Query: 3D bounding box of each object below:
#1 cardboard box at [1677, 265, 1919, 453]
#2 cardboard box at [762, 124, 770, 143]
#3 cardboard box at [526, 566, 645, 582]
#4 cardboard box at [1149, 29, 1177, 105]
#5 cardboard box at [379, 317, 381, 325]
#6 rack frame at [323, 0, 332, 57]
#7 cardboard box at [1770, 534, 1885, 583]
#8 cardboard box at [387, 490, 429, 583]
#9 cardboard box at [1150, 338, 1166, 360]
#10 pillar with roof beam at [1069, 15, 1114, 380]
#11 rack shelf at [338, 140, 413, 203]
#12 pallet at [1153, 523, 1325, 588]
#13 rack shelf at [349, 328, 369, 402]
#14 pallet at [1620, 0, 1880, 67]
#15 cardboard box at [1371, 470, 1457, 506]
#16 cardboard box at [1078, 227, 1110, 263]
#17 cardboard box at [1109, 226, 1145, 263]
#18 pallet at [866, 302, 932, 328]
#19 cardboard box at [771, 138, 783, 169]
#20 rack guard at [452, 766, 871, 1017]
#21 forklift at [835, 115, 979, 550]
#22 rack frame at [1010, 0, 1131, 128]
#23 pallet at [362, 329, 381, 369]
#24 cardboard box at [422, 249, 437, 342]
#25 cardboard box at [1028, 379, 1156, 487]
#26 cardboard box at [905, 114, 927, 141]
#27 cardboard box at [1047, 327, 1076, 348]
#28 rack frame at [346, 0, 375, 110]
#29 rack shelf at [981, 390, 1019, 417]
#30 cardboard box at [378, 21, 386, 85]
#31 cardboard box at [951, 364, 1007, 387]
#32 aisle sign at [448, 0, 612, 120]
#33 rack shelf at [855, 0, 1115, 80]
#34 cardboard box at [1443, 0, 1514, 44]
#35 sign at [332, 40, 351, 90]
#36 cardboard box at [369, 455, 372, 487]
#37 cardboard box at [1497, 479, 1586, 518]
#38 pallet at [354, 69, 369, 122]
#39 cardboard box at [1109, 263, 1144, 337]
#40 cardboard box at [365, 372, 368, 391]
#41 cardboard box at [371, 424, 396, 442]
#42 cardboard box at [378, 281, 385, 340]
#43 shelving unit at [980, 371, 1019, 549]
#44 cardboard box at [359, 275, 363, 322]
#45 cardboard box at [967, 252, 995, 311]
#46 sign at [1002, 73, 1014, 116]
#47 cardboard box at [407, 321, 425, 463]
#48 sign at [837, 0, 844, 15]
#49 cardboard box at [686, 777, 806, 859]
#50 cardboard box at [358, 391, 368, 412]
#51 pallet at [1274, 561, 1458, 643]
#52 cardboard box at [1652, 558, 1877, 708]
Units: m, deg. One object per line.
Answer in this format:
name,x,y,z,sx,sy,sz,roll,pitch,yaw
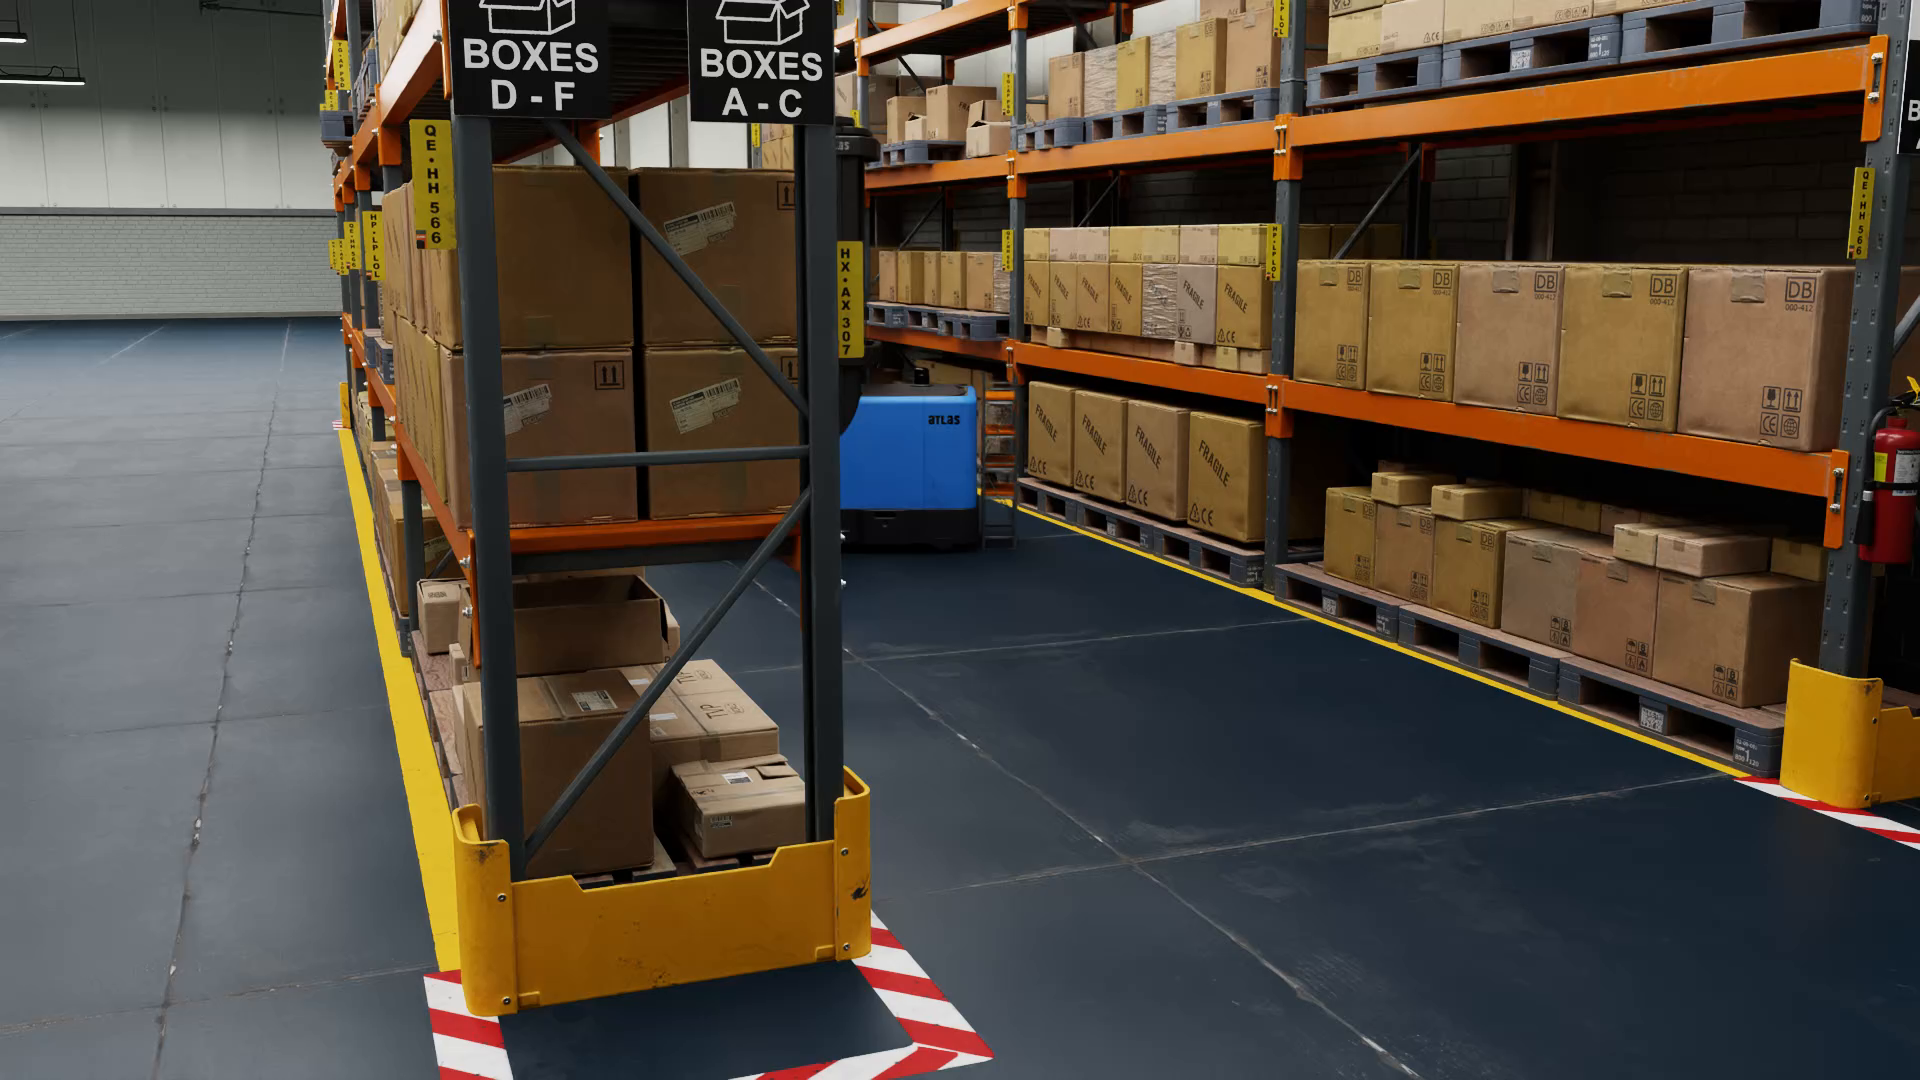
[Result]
cardboard box,3.595,-0.762,6.785,0.980,0.700,0.700,-3,11,-18
cardboard box,-2.096,-5.094,20.228,0.500,0.500,0.500,-5,11,-25
cardboard box,-1.805,0.219,8.005,0.500,0.500,0.500,-4,11,-21
cardboard box,1.739,-3.251,11.524,0.700,0.500,0.500,-4,11,-21
cardboard box,-5.045,-1.895,14.724,0.380,0.149,0.250,-4,11,-21
rack frame,-6.625,-5.782,18.733,1.000,3.000,0.127,-4,11,-21
cardboard box,3.674,0.072,7.035,0.380,0.149,0.250,-4,11,-21
cardboard box,-2.893,0.000,9.234,0.500,0.500,0.500,-4,11,-21
cardboard box,1.534,-1.319,11.428,0.380,0.149,0.250,-4,11,-22
pillar with roof beam,-2.787,-4.785,13.128,9.100,9.000,0.400,-4,11,-21
rack shelf,-4.450,-2.972,13.553,1.077,0.370,4.000,-4,11,-21
pallet,1.990,0.067,10.943,1.003,0.211,1.213,-4,11,-21
rack shelf,-4.450,-1.495,13.815,1.077,0.370,4.000,-4,11,-21
pallet,3.510,-2.086,6.769,1.003,0.211,1.213,-4,11,-21
cardboard box,2.469,-0.284,9.040,0.380,0.149,0.250,-4,11,-19
cardboard box,1.195,-2.153,12.127,0.500,0.250,0.500,-4,11,-21
cardboard box,1.385,-2.070,11.660,0.500,0.250,0.500,-4,11,-22
pallet,-0.418,-2.262,16.622,1.003,0.211,1.213,-4,11,-21
cardboard box,-1.959,-4.519,19.854,0.500,0.500,0.500,-3,11,-17
rack guard,-0.854,1.001,4.865,1.175,0.500,0.348,-4,11,-21
forklift,-1.387,-1.439,11.640,3.031,2.935,1.130,0,10,0
rack frame,0.890,-4.792,13.162,1.000,3.000,0.127,-4,11,-21
pallet,-3.415,-1.322,11.337,1.213,0.211,1.003,-4,11,-21
cardboard box,-1.428,-0.896,5.253,0.500,0.500,0.500,-4,11,-19
cardboard box,1.034,-0.858,13.118,0.750,0.750,0.750,-4,11,-22
cardboard box,-0.213,-3.936,15.971,0.500,0.311,0.500,-4,11,-19
cardboard box,0.894,-1.565,12.815,0.380,0.149,0.250,-4,11,-19
rack frame,-3.726,-4.477,11.392,1.000,3.000,0.127,-4,11,-21
rack shelf,0.277,-0.956,11.625,0.258,0.148,0.480,0,10,0
cardboard box,-2.331,-2.178,7.462,0.500,0.250,0.500,-4,11,-21
cardboard box,0.241,-1.488,15.460,0.500,0.250,0.500,-4,11,-21
aisle sign,-1.087,-1.467,4.176,0.394,0.787,0.004,-4,11,-21
rack shelf,0.165,-4.567,15.096,1.077,0.370,4.000,-4,11,-21
cardboard box,2.708,-2.547,8.053,0.500,0.250,0.500,-4,11,-22
sign,-4.246,-3.259,11.412,0.100,0.325,0.005,-4,11,-21
cardboard box,-4.334,-0.530,12.989,0.500,0.250,0.500,-4,11,-22
cardboard box,3.027,-0.218,8.667,0.380,0.149,0.250,-4,11,-20
pallet,-2.826,-2.534,9.574,1.213,0.211,1.003,-4,11,-21
cardboard box,1.383,-1.696,11.700,0.500,0.500,0.500,-4,11,-19
cardboard box,-5.717,-1.542,16.536,0.500,0.500,0.500,-4,11,-21
cardboard box,-4.145,-0.722,12.465,0.500,0.311,0.500,-4,11,-19
cardboard box,-3.239,-1.522,10.426,0.700,0.500,0.500,-2,10,-10
shelving unit,0.276,-0.569,11.694,0.258,1.200,0.503,0,10,0
cardboard box,-5.904,-2.548,17.397,0.700,0.500,0.500,-4,11,-19
cardboard box,0.483,-2.269,14.571,0.700,0.500,0.500,-5,11,-26
sign,0.384,-3.535,13.188,0.100,0.325,0.005,-4,11,-21
cardboard box,-1.792,-0.571,6.278,0.500,0.500,0.500,-4,11,-22
sign,-1.484,-6.667,20.587,0.100,0.325,0.005,-4,11,-21
cardboard box,-0.658,0.880,5.294,0.380,0.149,0.250,-4,11,-21
cardboard box,-5.258,-1.222,15.274,0.500,0.311,0.500,-4,11,-21
pallet,2.542,0.317,9.536,1.003,0.211,1.213,-4,11,-21
cardboard box,3.442,0.384,7.136,0.700,0.500,0.500,-4,11,-21
